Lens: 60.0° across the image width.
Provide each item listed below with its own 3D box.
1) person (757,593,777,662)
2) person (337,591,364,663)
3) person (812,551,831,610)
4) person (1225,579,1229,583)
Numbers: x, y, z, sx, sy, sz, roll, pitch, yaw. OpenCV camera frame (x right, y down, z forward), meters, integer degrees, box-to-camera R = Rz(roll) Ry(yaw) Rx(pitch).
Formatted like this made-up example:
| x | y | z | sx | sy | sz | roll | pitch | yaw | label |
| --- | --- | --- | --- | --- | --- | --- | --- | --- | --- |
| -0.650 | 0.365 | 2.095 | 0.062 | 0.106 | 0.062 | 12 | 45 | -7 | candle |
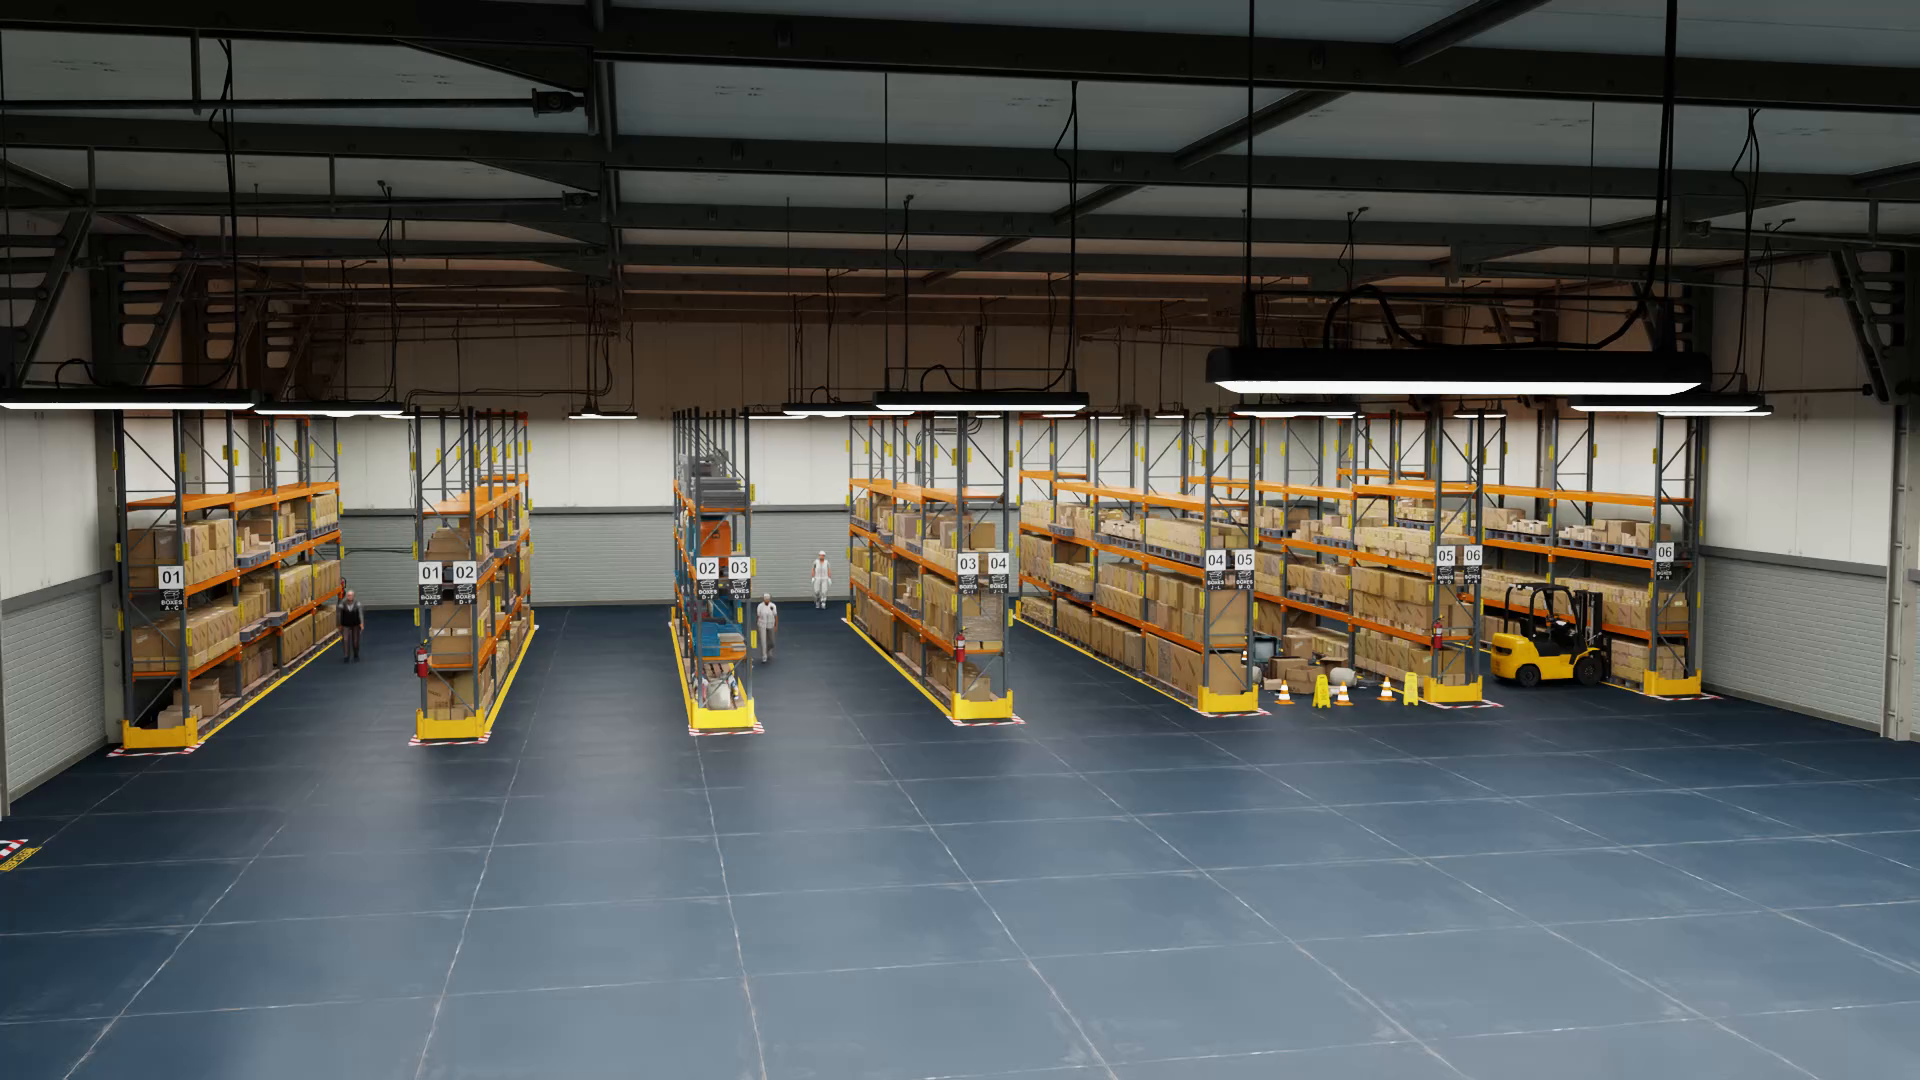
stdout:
| x | y | z | sx | sy | sz | roll | pitch | yaw | label |
| --- | --- | --- | --- | --- | --- | --- | --- | --- | --- |
| -4.625 | 2.068 | 39.827 | 0.485 | 1.617 | 0.857 | -1 | 4 | -13 | person |
| -14.540 | 2.063 | 39.655 | 0.624 | 1.655 | 1.068 | -1 | 4 | -14 | person |
| -4.216 | 1.231 | 50.591 | 0.602 | 1.809 | 0.510 | 0 | 4 | -2 | person |
| 6.686 | 1.855 | 41.797 | 0.638 | 1.770 | 0.532 | -4 | 6 | -43 | person |
